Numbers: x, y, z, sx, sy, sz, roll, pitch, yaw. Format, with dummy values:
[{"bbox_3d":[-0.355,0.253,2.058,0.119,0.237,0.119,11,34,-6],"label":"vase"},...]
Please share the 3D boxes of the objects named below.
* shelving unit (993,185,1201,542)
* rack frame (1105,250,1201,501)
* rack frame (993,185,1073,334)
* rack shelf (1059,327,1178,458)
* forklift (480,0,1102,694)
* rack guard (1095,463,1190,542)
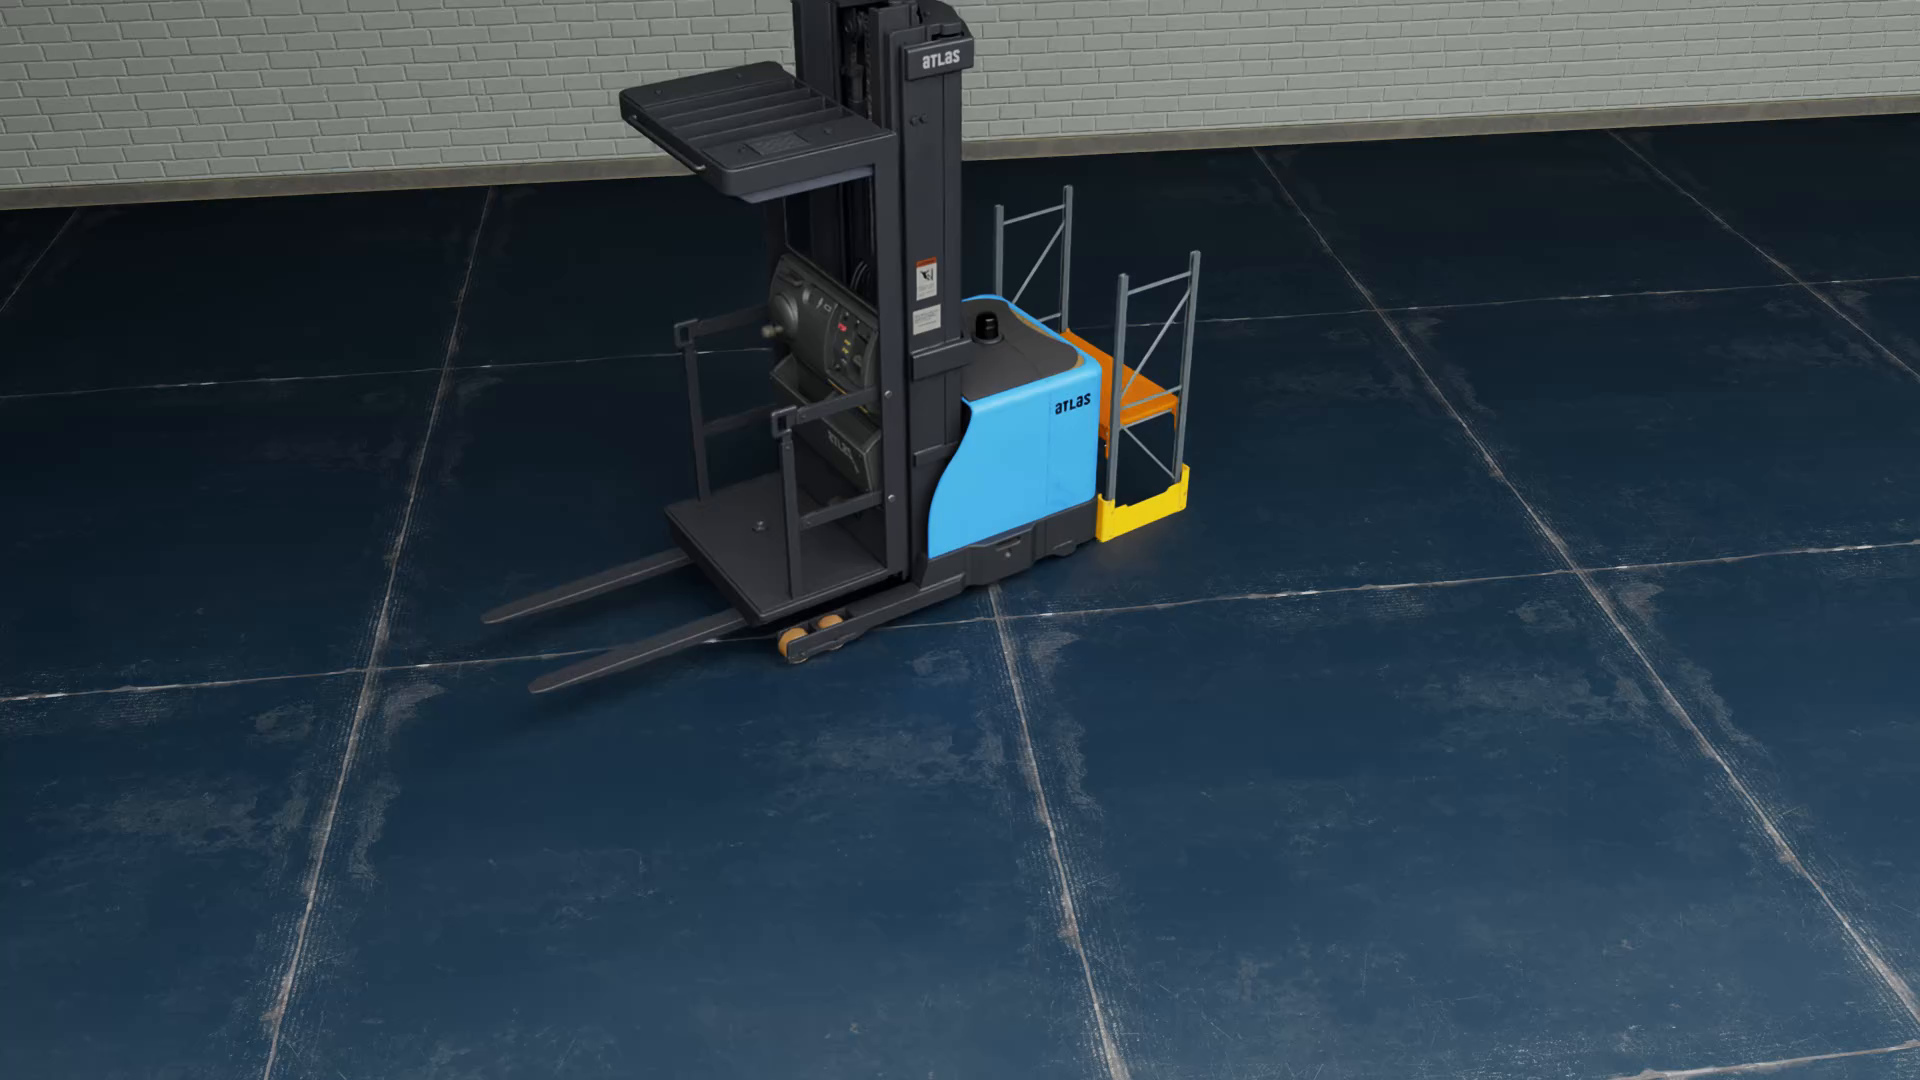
[{"bbox_3d":[0.684,-0.950,8.812,0.587,1.500,1.083,-21,40,-28],"label":"shelving unit"},{"bbox_3d":[0.969,-0.719,8.473,0.500,1.500,0.032,-21,40,-28],"label":"rack frame"},{"bbox_3d":[0.389,-1.189,9.163,0.500,1.500,0.032,-21,40,-28],"label":"rack frame"},{"bbox_3d":[0.679,-0.806,8.920,0.538,0.185,1.000,-21,40,-28],"label":"rack shelf"},{"bbox_3d":[-0.806,-0.966,7.565,3.031,2.935,1.130,-20,39,-27],"label":"forklift"},{"bbox_3d":[0.968,-0.203,8.826,0.587,0.250,0.087,-21,40,-28],"label":"rack guard"}]
